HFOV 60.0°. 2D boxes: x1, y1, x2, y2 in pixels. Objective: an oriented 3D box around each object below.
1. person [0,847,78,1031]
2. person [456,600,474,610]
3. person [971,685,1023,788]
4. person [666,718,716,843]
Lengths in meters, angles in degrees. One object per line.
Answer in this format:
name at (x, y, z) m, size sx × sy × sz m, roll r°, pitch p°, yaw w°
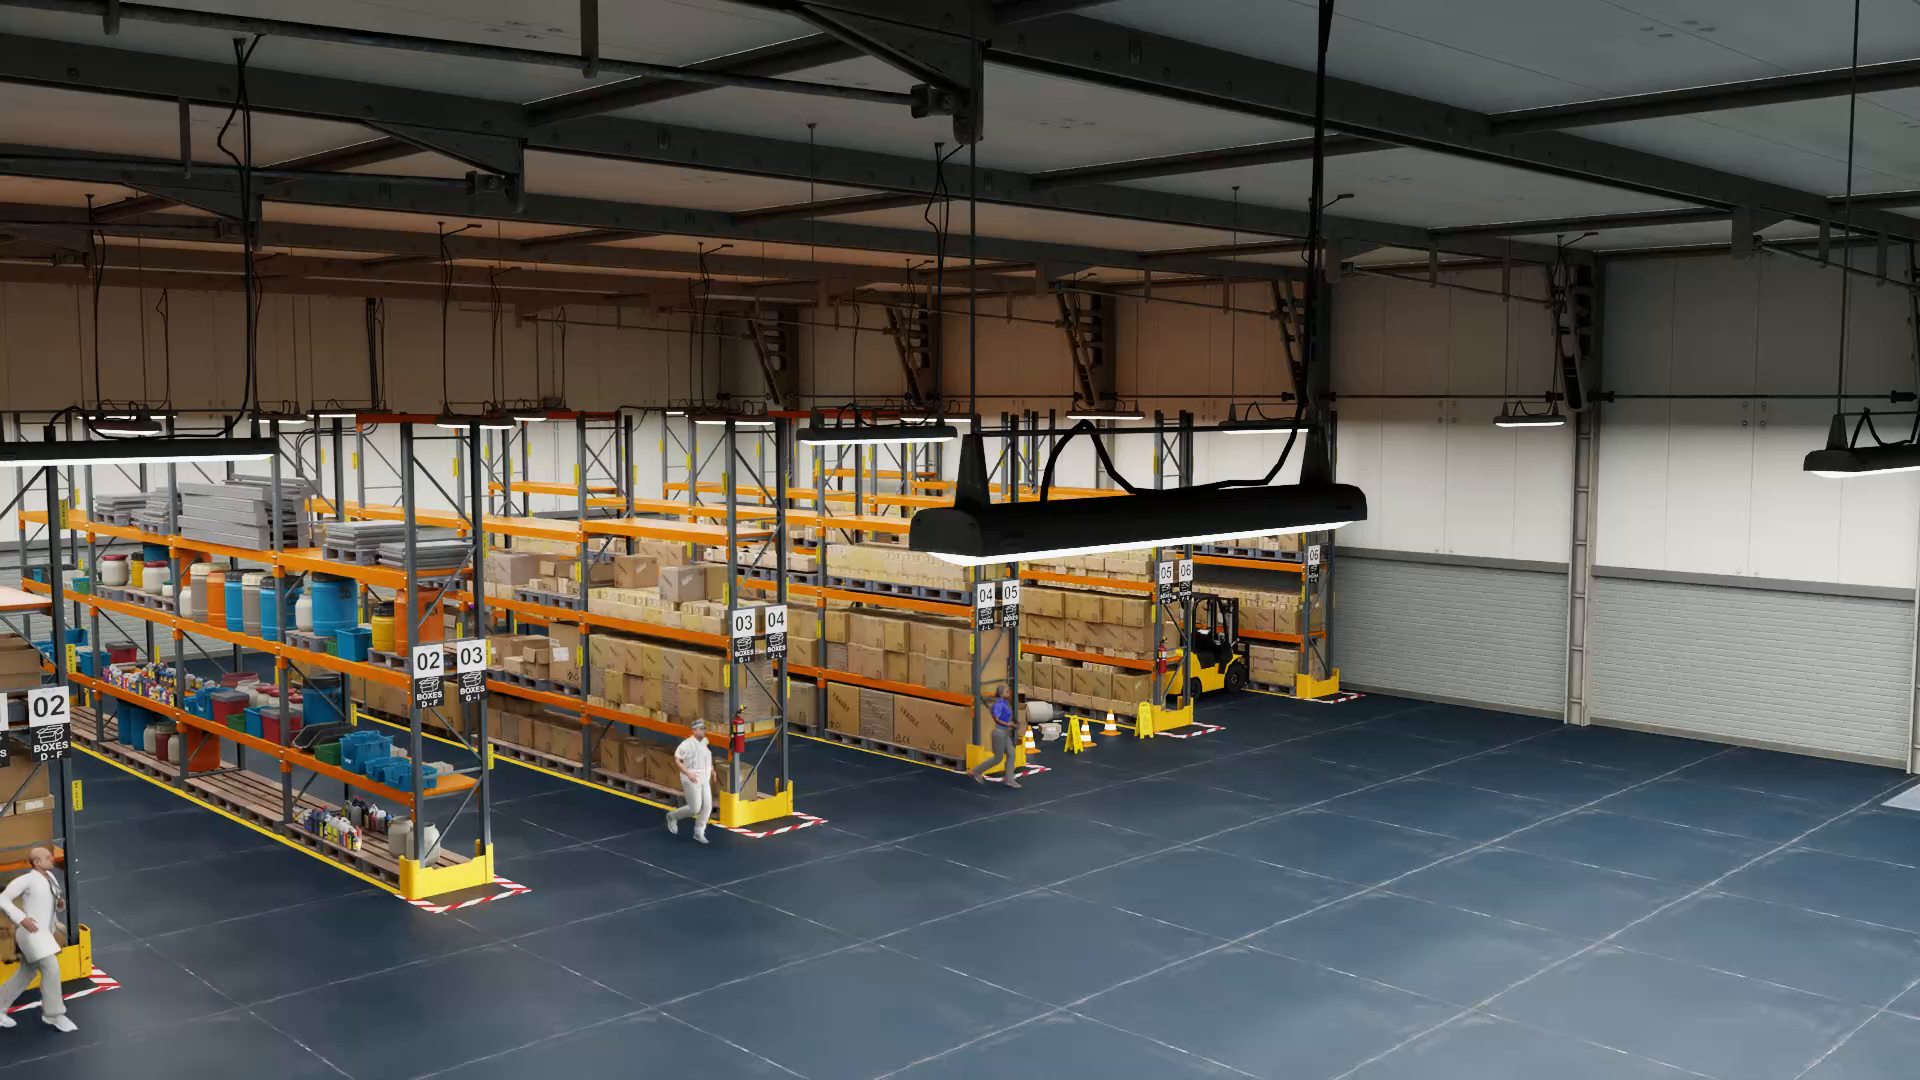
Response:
person at (-9.344, 4.006, 16.770) m, size 0.929 × 1.815 × 0.702 m, roll -1°, pitch 5°, yaw -10°
person at (-11.758, 2.039, 39.412) m, size 0.714 × 1.770 × 0.849 m, roll 2°, pitch 5°, yaw 17°
person at (0.619, 3.177, 26.934) m, size 0.839 × 1.650 × 0.598 m, roll 1°, pitch 5°, yaw 10°
person at (-3.781, 3.430, 23.768) m, size 0.622 × 1.790 × 0.700 m, roll 3°, pitch 6°, yaw 30°
